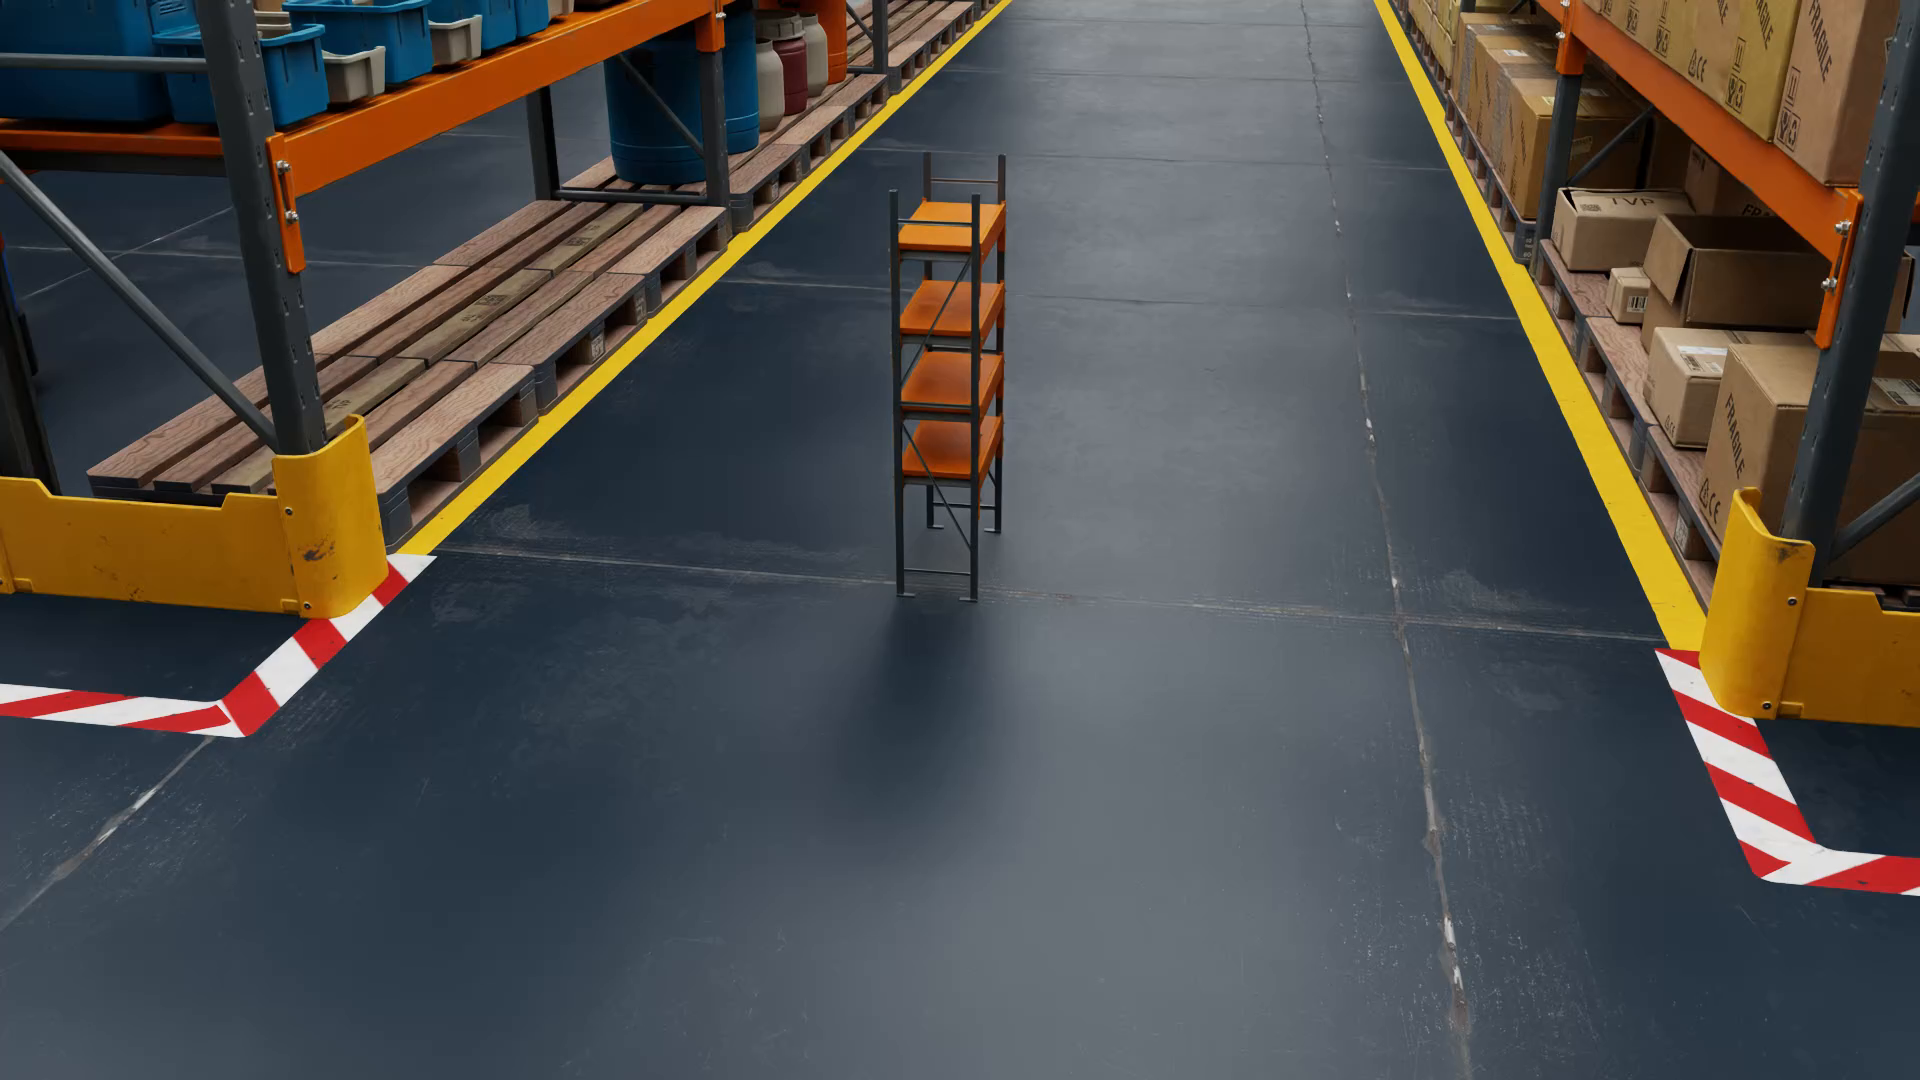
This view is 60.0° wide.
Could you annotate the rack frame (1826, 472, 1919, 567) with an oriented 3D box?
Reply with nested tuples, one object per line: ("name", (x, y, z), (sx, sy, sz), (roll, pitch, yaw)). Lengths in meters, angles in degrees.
("rack frame", (2.562, -0.905, 3.645), (0.949, 2.616, 0.053), (4, 25, 9))

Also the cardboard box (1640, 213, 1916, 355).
("cardboard box", (2.911, -0.861, 5.977), (0.797, 0.503, 0.637), (4, 25, 9))

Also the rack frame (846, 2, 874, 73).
("rack frame", (-1.023, -4.596, 11.531), (0.949, 2.616, 0.053), (4, 25, 9))

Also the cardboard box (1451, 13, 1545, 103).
("cardboard box", (3.510, -3.148, 10.866), (0.500, 0.500, 0.500), (5, 26, 11))

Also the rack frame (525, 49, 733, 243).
("rack frame", (-1.674, -2.923, 7.957), (1.000, 3.000, 0.127), (4, 25, 9))

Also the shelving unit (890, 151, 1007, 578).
("shelving unit", (-0.027, -0.475, 4.850), (0.258, 1.200, 0.499), (4, 25, 9))

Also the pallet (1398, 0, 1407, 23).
("pallet", (4.691, -4.991, 15.664), (1.003, 0.211, 1.213), (4, 25, 9))

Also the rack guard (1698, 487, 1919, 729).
("rack guard", (2.571, 0.195, 4.244), (1.175, 0.500, 0.348), (4, 25, 9))

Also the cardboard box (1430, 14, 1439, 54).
("cardboard box", (3.877, -3.859, 12.704), (0.500, 0.250, 0.500), (5, 25, 10))

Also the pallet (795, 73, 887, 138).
("pallet", (-1.108, -3.000, 11.411), (1.003, 0.211, 1.213), (4, 25, 9))

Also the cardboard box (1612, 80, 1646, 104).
("cardboard box", (3.608, -2.055, 8.531), (0.500, 0.500, 0.500), (4, 25, 9))

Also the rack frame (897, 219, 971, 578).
("rack frame", (-0.068, -0.372, 4.630), (0.228, 1.046, 0.006), (4, 25, 9))

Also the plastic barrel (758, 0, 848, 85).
("plastic barrel", (-1.083, -3.598, 11.462), (0.600, 0.830, 0.708), (4, 25, 9))

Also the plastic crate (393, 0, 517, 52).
("plastic crate", (-1.747, -1.833, 5.754), (0.416, 0.233, 0.300), (4, 25, 9))

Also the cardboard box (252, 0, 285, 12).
("cardboard box", (-5.817, -4.288, 13.302), (0.700, 0.500, 0.500), (3, 25, 6))

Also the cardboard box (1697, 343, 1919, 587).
("cardboard box", (2.405, -0.217, 4.605), (0.500, 0.500, 0.500), (4, 25, 9))

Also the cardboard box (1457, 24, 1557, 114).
("cardboard box", (3.430, -2.928, 10.398), (0.500, 0.500, 0.500), (3, 25, 7))

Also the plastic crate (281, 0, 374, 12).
("plastic crate", (-2.260, -1.875, 5.958), (0.298, 0.136, 0.250), (4, 25, 9))

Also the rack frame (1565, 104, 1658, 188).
("rack frame", (3.216, -2.578, 7.220), (0.949, 2.616, 0.053), (4, 25, 9))

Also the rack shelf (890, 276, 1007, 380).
("rack shelf", (-0.027, -0.616, 4.781), (0.258, 0.148, 0.480), (4, 25, 9))

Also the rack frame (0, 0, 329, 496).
("rack frame", (-2.327, -1.250, 4.382), (1.000, 3.000, 0.127), (4, 25, 9))

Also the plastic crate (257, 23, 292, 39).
("plastic crate", (-2.311, -1.632, 5.438), (0.396, 0.136, 0.243), (4, 25, 9))

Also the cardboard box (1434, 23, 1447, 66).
("cardboard box", (3.792, -3.649, 12.255), (0.500, 0.250, 0.500), (4, 25, 8))

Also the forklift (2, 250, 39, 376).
("forklift", (-5.109, -2.066, 6.207), (3.031, 2.935, 1.130), (15, 29, 28))

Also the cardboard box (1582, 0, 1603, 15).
("cardboard box", (2.860, -2.429, 6.784), (0.500, 0.500, 0.500), (5, 25, 10))

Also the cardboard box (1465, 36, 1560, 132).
("cardboard box", (3.829, -3.251, 11.026), (1.136, 0.551, 3.017), (3, 25, 7))

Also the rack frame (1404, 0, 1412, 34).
("rack frame", (4.520, -5.924, 14.368), (1.000, 3.000, 0.127), (4, 25, 9))

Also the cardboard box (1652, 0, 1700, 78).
("cardboard box", (2.614, -1.793, 5.425), (0.500, 0.500, 0.500), (4, 25, 8))

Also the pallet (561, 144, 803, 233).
("pallet", (-1.506, -1.980, 9.231), (1.003, 0.211, 1.213), (4, 25, 9))

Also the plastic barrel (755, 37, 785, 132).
("plastic barrel", (-1.272, -2.739, 10.003), (0.421, 0.512, 0.421), (0, 25, 0))

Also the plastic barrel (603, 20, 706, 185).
("plastic barrel", (-1.568, -2.389, 8.796), (0.600, 0.901, 0.708), (4, 25, 9))

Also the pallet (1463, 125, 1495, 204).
("pallet", (3.505, -2.170, 9.637), (1.003, 0.211, 1.213), (4, 25, 9))

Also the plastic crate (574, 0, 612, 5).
("plastic crate", (-1.592, -2.339, 6.962), (0.437, 0.125, 0.590), (4, 25, 9))

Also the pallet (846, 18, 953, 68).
("pallet", (-0.653, -4.163, 13.895), (1.003, 0.211, 1.213), (4, 25, 9))

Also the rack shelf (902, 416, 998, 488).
("rack shelf", (-0.027, -0.269, 4.944), (0.221, 0.050, 0.457), (4, 25, 9))

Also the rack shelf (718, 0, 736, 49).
("rack shelf", (-1.347, -3.434, 9.896), (1.077, 0.370, 4.000), (4, 25, 9))

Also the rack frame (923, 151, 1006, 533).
("rack frame", (0.013, -0.576, 5.066), (0.240, 1.200, 0.015), (4, 25, 9))

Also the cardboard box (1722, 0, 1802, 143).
("cardboard box", (2.445, -1.374, 4.529), (0.500, 0.500, 0.500), (4, 25, 9))

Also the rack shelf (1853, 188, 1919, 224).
("rack shelf", (2.886, -1.537, 5.529), (0.919, 0.052, 3.809), (4, 25, 9))

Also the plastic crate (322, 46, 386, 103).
("plastic crate", (-1.828, -1.367, 4.872), (0.250, 0.136, 0.298), (4, 25, 9))

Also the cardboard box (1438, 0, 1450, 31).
("cardboard box", (3.787, -3.904, 12.139), (0.500, 0.311, 0.500), (4, 25, 8))

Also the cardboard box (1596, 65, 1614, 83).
("cardboard box", (3.697, -2.263, 8.976), (0.500, 0.500, 0.500), (4, 25, 9))

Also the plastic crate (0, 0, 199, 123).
("plastic crate", (-2.457, -1.446, 4.689), (0.616, 0.435, 0.499), (4, 25, 9))

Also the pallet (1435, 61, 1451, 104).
("pallet", (1.155, -3.956, 10.150), (6.198, 3.011, 5.144), (4, 25, 9))

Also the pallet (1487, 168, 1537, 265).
("pallet", (3.308, -1.658, 8.544), (1.003, 0.211, 1.213), (4, 25, 9))

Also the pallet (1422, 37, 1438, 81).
("pallet", (4.241, -3.839, 13.202), (1.003, 0.211, 1.213), (4, 25, 9))

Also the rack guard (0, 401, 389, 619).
("rack guard", (-2.318, -0.107, 4.889), (1.175, 0.500, 0.348), (4, 25, 9))

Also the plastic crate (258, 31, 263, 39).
("plastic crate", (-2.373, -1.511, 5.181), (0.396, 0.136, 0.243), (4, 25, 9))

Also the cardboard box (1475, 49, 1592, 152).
("cardboard box", (3.263, -2.500, 9.483), (0.500, 0.500, 0.500), (3, 25, 7))

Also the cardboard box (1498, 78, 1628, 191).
("cardboard box", (3.099, -2.078, 8.581), (0.500, 0.500, 0.500), (4, 25, 9))

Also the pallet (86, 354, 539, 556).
("pallet", (-2.154, -0.329, 5.705), (1.003, 0.211, 1.213), (4, 25, 9))

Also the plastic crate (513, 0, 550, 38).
("plastic crate", (-1.698, -1.958, 6.022), (0.416, 0.233, 0.300), (4, 25, 9))
